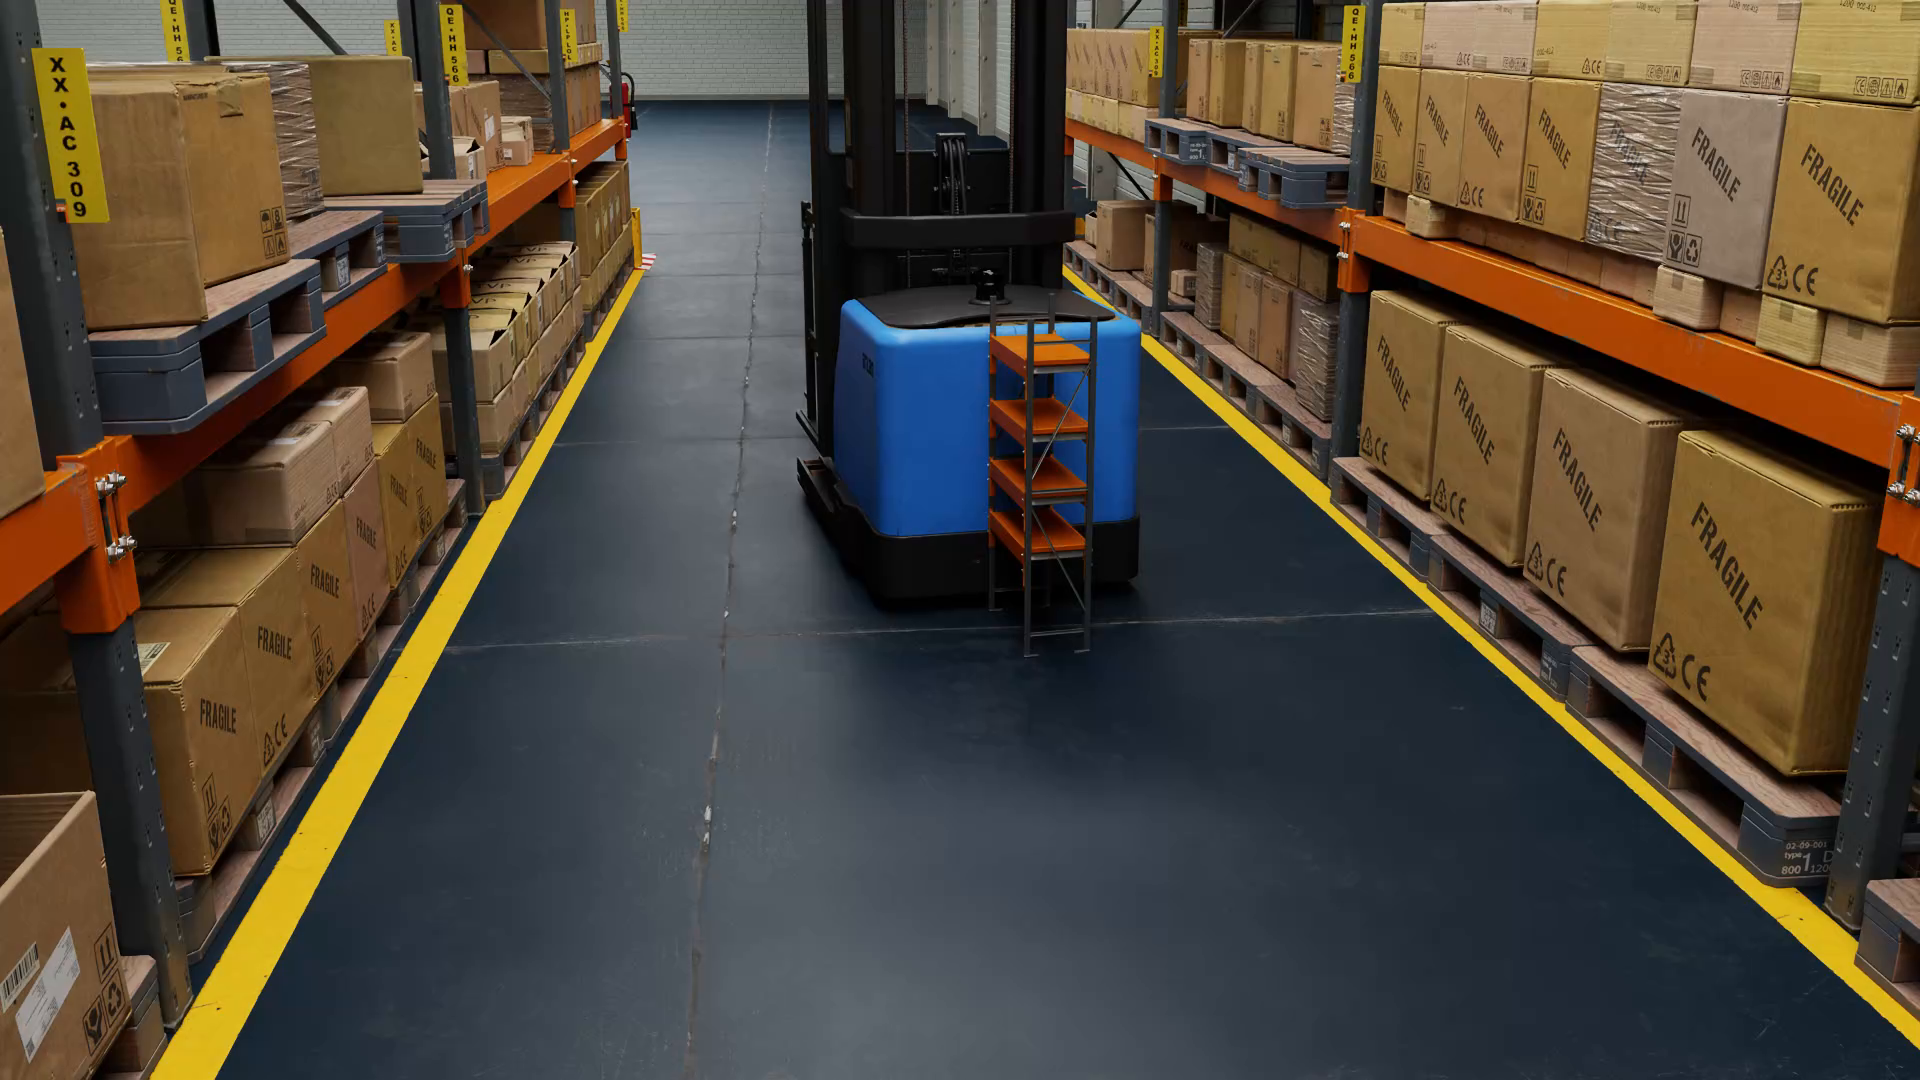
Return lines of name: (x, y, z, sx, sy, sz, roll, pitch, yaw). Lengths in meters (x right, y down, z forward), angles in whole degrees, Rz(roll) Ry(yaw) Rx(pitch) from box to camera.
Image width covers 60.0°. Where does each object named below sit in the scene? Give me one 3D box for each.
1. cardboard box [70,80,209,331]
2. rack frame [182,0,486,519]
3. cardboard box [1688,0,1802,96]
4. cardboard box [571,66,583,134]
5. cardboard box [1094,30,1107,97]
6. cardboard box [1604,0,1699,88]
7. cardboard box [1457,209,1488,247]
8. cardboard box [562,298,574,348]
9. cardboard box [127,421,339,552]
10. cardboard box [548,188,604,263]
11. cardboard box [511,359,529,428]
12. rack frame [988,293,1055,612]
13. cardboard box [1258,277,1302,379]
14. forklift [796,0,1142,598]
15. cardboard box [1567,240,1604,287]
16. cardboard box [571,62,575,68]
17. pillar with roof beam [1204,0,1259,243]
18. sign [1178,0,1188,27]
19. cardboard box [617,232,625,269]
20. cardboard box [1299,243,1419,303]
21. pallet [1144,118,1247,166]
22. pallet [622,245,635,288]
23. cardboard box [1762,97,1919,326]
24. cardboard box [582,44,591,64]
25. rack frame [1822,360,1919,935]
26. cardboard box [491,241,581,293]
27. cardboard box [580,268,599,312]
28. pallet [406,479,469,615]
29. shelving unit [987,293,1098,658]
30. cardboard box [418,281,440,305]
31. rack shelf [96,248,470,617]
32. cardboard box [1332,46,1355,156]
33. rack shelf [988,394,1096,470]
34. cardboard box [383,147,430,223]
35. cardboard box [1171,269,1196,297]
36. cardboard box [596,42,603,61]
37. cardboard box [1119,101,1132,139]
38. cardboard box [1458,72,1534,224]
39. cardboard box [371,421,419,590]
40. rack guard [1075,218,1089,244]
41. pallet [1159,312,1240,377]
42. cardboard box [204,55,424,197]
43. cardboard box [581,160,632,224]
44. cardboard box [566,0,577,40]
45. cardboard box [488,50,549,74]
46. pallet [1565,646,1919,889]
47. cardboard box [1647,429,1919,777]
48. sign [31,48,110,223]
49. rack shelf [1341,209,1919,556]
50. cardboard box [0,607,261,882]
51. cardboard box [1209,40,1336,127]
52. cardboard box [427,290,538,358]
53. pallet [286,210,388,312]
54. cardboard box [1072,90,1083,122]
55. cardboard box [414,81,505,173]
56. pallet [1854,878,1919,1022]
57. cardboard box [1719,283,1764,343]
cardboard box: (-2.071, -0.736, 3.646, 0.700, 0.500, 0.500, -8, 19, -24)
rack frame: (-2.657, -1.532, 7.049, 1.000, 3.000, 0.127, -2, 18, -6)
cardboard box: (2.336, -1.335, 4.473, 0.500, 0.250, 0.500, -1, 17, -4)
cardboard box: (-3.285, -3.362, 12.713, 0.700, 0.500, 0.500, -1, 17, -4)
cardboard box: (1.348, -3.759, 13.107, 0.500, 0.500, 0.500, -1, 17, -4)
cardboard box: (2.284, -1.487, 4.957, 0.500, 0.250, 0.500, -1, 17, -5)
cardboard box: (2.182, -1.242, 6.512, 0.380, 0.149, 0.250, -2, 18, -6)
cardboard box: (-2.688, -1.347, 10.348, 0.500, 0.250, 0.500, -2, 18, -6)
cardboard box: (-2.155, -0.165, 4.881, 0.500, 0.250, 0.500, -2, 18, -6)
cardboard box: (-2.866, -2.266, 12.026, 0.500, 0.500, 0.500, -2, 18, -6)
cardboard box: (-2.472, -0.735, 8.401, 0.500, 0.250, 0.500, -2, 18, -7)
rack frame: (0.226, -0.309, 6.159, 0.240, 1.200, 0.015, -4, 18, -13)
cardboard box: (2.127, -1.220, 9.495, 0.700, 0.500, 0.500, -2, 18, -6)
forklift: (-0.149, -1.581, 7.321, 1.130, 2.935, 3.031, -4, 18, -13)
cardboard box: (2.262, -0.935, 5.534, 0.380, 0.149, 0.250, -1, 17, -4)
cardboard box: (-3.042, -3.551, 12.229, 0.380, 0.149, 0.250, -2, 18, -7)
pillar with roof beam: (-1.905, -6.617, 13.230, 9.100, 9.000, 0.400, -2, 18, -6)
sign: (1.999, -4.784, 14.947, 0.100, 0.325, 0.005, -2, 18, -6)
cardboard box: (-3.016, -2.356, 13.562, 0.500, 0.250, 0.500, -2, 18, -6)
cardboard box: (2.147, -1.446, 8.961, 0.500, 0.250, 0.500, -1, 17, -5)
pallet: (1.791, -2.554, 10.625, 1.003, 0.211, 1.213, -2, 18, -6)
pallet: (-3.362, -2.358, 14.337, 1.003, 0.211, 1.213, -2, 18, -6)
cardboard box: (2.384, -0.823, 4.094, 0.500, 0.500, 0.500, -2, 18, -7)
cardboard box: (-3.147, -3.857, 13.206, 0.380, 0.149, 0.250, -1, 17, -4)
rack frame: (2.682, -0.494, 3.744, 1.000, 3.000, 0.127, -2, 18, -6)
cardboard box: (-2.743, -1.768, 10.754, 0.500, 0.311, 0.500, -2, 18, -6)
cardboard box: (-2.816, -1.760, 11.664, 0.500, 0.250, 0.500, -2, 18, -6)
pallet: (-2.618, 0.022, 6.754, 1.003, 0.211, 1.213, -2, 18, -6)
shelving unit: (0.283, -0.238, 5.933, 0.258, 1.200, 0.503, -4, 18, -13)
cardboard box: (-3.115, -1.291, 9.234, 0.500, 0.311, 0.500, -1, 17, -4)
rack shelf: (-2.451, -0.593, 5.258, 1.077, 0.370, 4.000, -2, 18, -6)
cardboard box: (2.211, -2.083, 7.904, 0.700, 0.500, 0.500, -4, 18, -12)
rack shelf: (0.283, -0.387, 5.886, 0.258, 0.148, 0.480, -4, 18, -13)
cardboard box: (-2.651, -1.599, 7.412, 0.500, 0.311, 0.500, -1, 17, -2)
cardboard box: (1.772, -1.894, 12.199, 0.380, 0.166, 0.250, -4, 18, -13)
cardboard box: (-3.253, -4.165, 14.185, 0.380, 0.149, 0.250, -2, 18, -7)
cardboard box: (1.464, -3.096, 12.248, 0.500, 0.250, 0.500, -2, 18, -5)
cardboard box: (2.160, -1.428, 6.022, 0.500, 0.500, 0.500, -2, 18, -6)
cardboard box: (-2.274, -0.124, 6.002, 0.500, 0.500, 0.500, -2, 18, -8)
rack guard: (1.452, -2.854, 15.434, 1.175, 0.500, 0.348, -2, 18, -6)
pallet: (1.939, -1.315, 11.015, 1.003, 0.211, 1.213, -2, 18, -6)
cardboard box: (-2.480, -1.596, 6.384, 0.700, 0.500, 0.500, -8, 19, -24)
cardboard box: (-3.131, -3.011, 14.398, 0.500, 0.500, 0.500, -2, 18, -6)
cardboard box: (-3.277, -3.971, 12.485, 0.700, 0.500, 0.500, -2, 18, -6)
cardboard box: (-2.905, -3.167, 11.007, 0.380, 0.149, 0.250, -2, 18, -6)
pallet: (2.528, 0.609, 4.886, 1.003, 0.211, 1.213, -2, 18, -6)
cardboard box: (2.486, 0.141, 4.607, 0.750, 0.750, 0.750, -2, 17, -5)
sign: (-1.706, -0.772, 3.184, 0.100, 0.325, 0.005, -2, 18, -6)
rack shelf: (2.476, -0.747, 5.749, 1.077, 0.370, 4.000, -2, 18, -6)
cardboard box: (-2.052, 0.491, 4.044, 0.500, 0.500, 0.500, -3, 18, -8)
cardboard box: (1.926, -2.816, 10.237, 0.700, 0.500, 0.500, 0, 17, 0)
cardboard box: (-2.532, -1.161, 8.822, 0.500, 0.311, 0.500, -2, 18, -7)
pallet: (-2.452, -0.861, 5.232, 1.003, 0.211, 1.213, -2, 18, -6)
cardboard box: (1.247, -3.698, 14.165, 0.500, 0.250, 0.500, -2, 18, -7)
cardboard box: (-2.953, -2.385, 9.599, 0.500, 0.500, 0.500, -1, 17, -2)
pallet: (2.683, 1.065, 3.432, 1.003, 0.211, 1.213, -2, 18, -6)
cardboard box: (2.334, -0.629, 4.559, 0.380, 0.149, 0.250, -1, 17, -4)
